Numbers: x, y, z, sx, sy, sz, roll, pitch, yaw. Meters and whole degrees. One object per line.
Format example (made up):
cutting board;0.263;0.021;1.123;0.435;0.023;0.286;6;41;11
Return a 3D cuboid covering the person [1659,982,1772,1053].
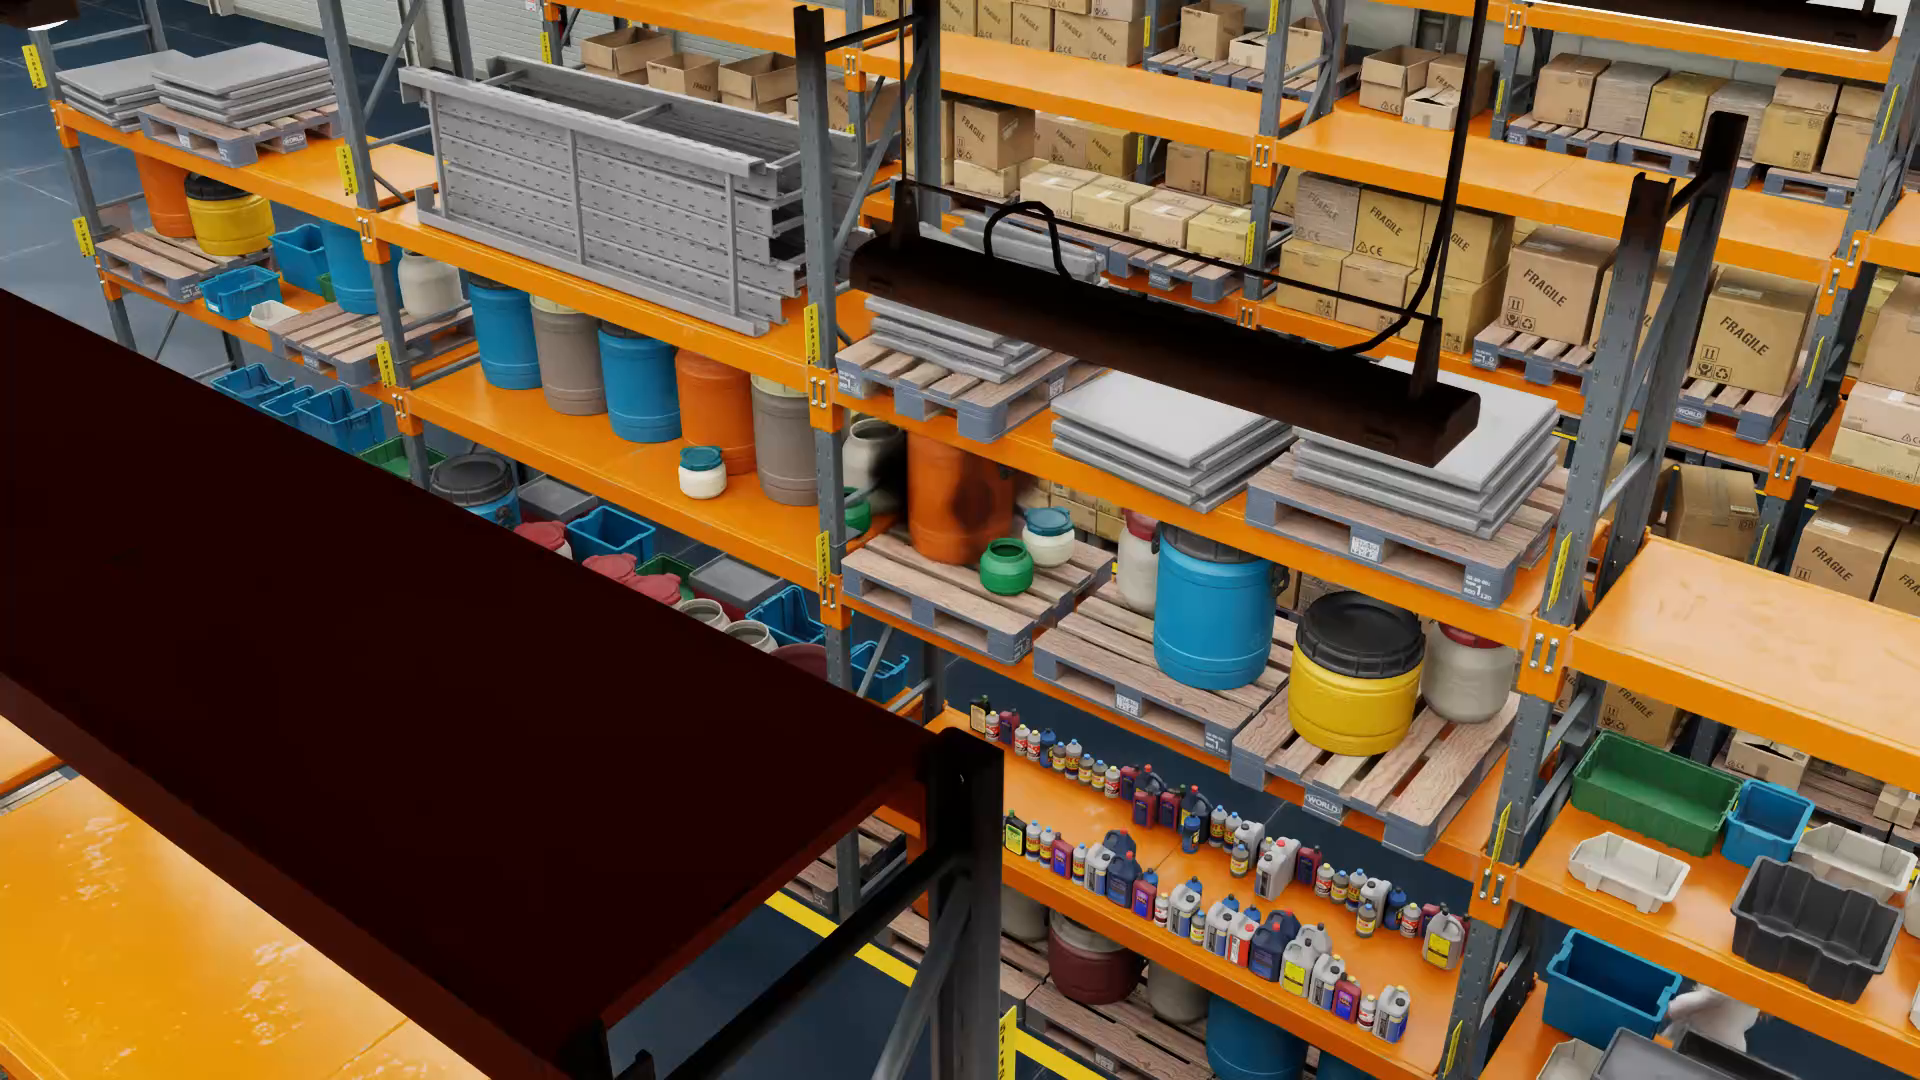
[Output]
person;4.287;2.630;9.334;0.734;1.729;1.158;-15;35;-23
